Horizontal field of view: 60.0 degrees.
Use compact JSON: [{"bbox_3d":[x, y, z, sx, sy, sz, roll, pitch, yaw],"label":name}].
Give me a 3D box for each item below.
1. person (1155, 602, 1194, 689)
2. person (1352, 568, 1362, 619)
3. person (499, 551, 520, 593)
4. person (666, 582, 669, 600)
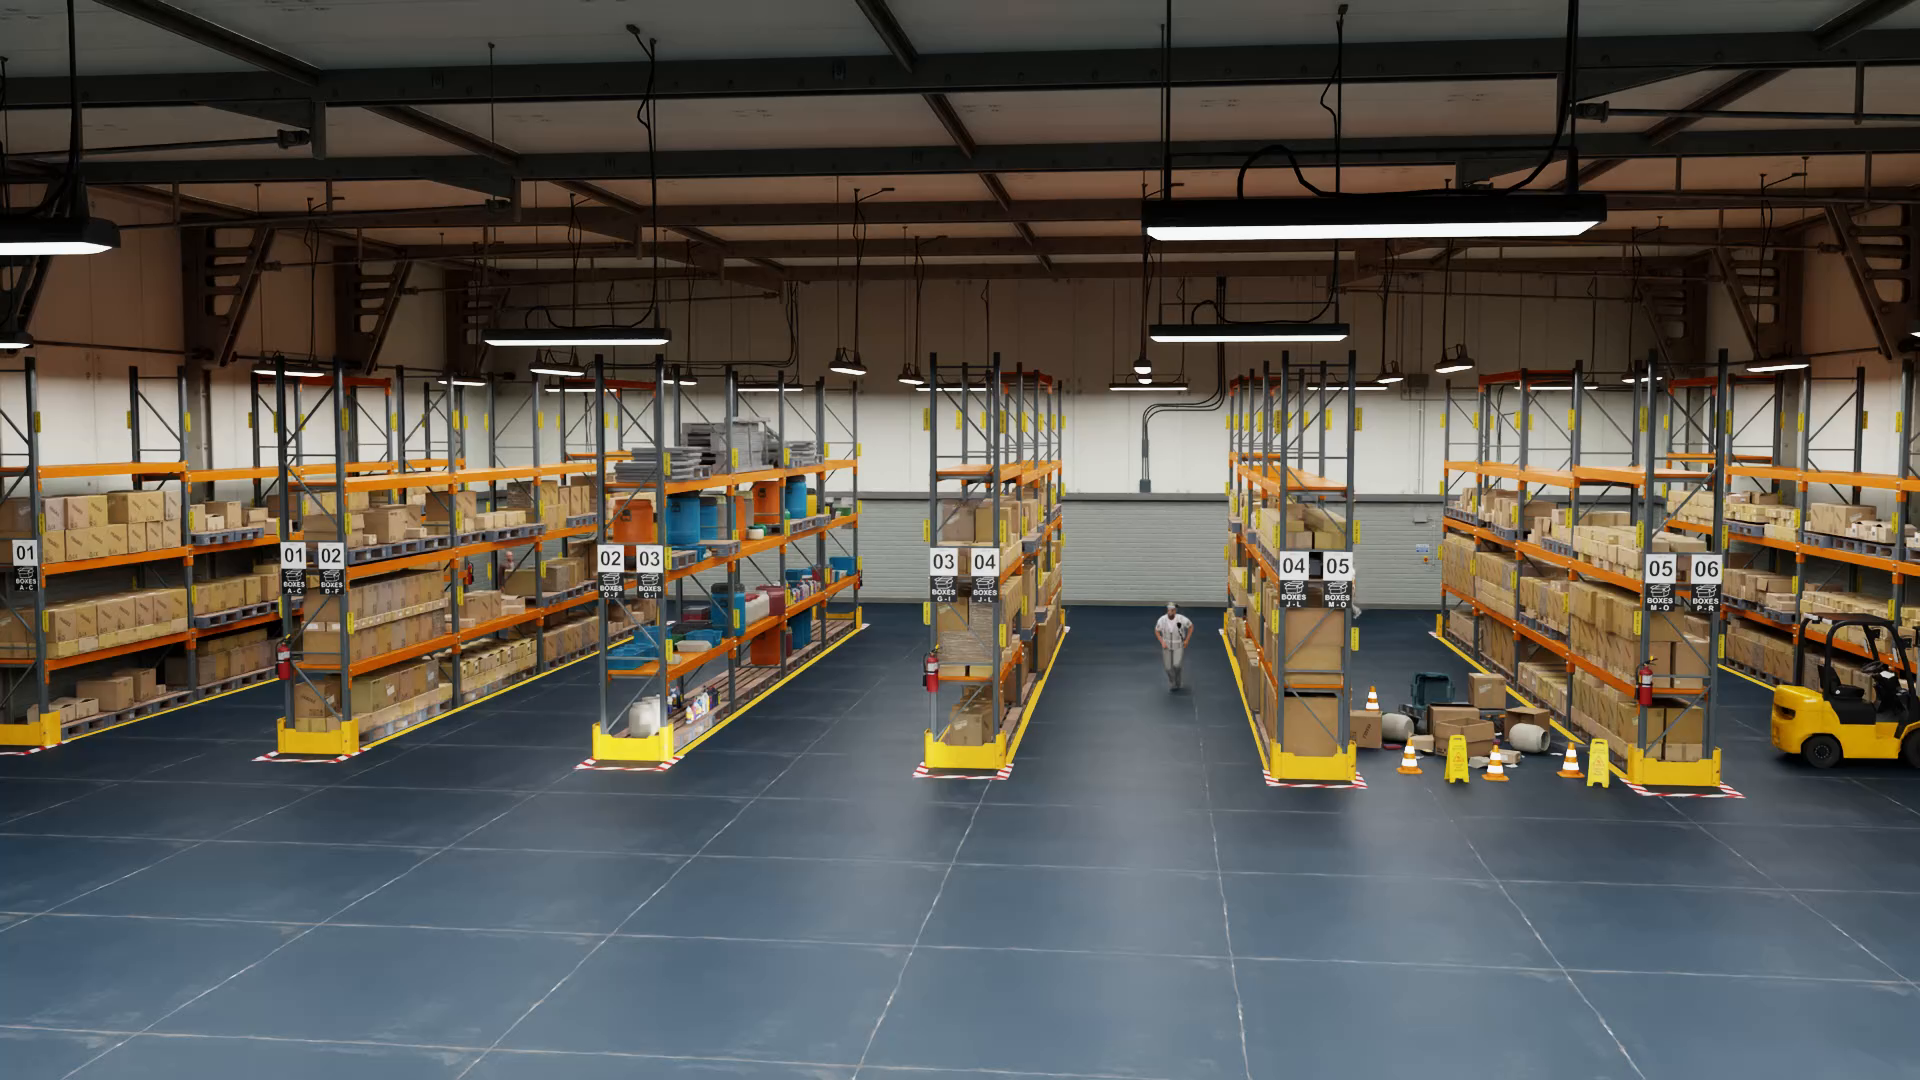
[{"bbox_3d":[4.000,1.969,31.022,0.703,1.690,0.728,1,4,16],"label":"person"},{"bbox_3d":[9.720,1.234,41.630,0.921,1.621,0.483,-1,4,-19],"label":"person"},{"bbox_3d":[-11.304,1.149,41.956,0.587,1.742,0.883,-4,5,-41],"label":"person"},{"bbox_3d":[-7.785,1.077,42.927,0.544,1.756,0.742,-4,6,-44],"label":"person"}]
